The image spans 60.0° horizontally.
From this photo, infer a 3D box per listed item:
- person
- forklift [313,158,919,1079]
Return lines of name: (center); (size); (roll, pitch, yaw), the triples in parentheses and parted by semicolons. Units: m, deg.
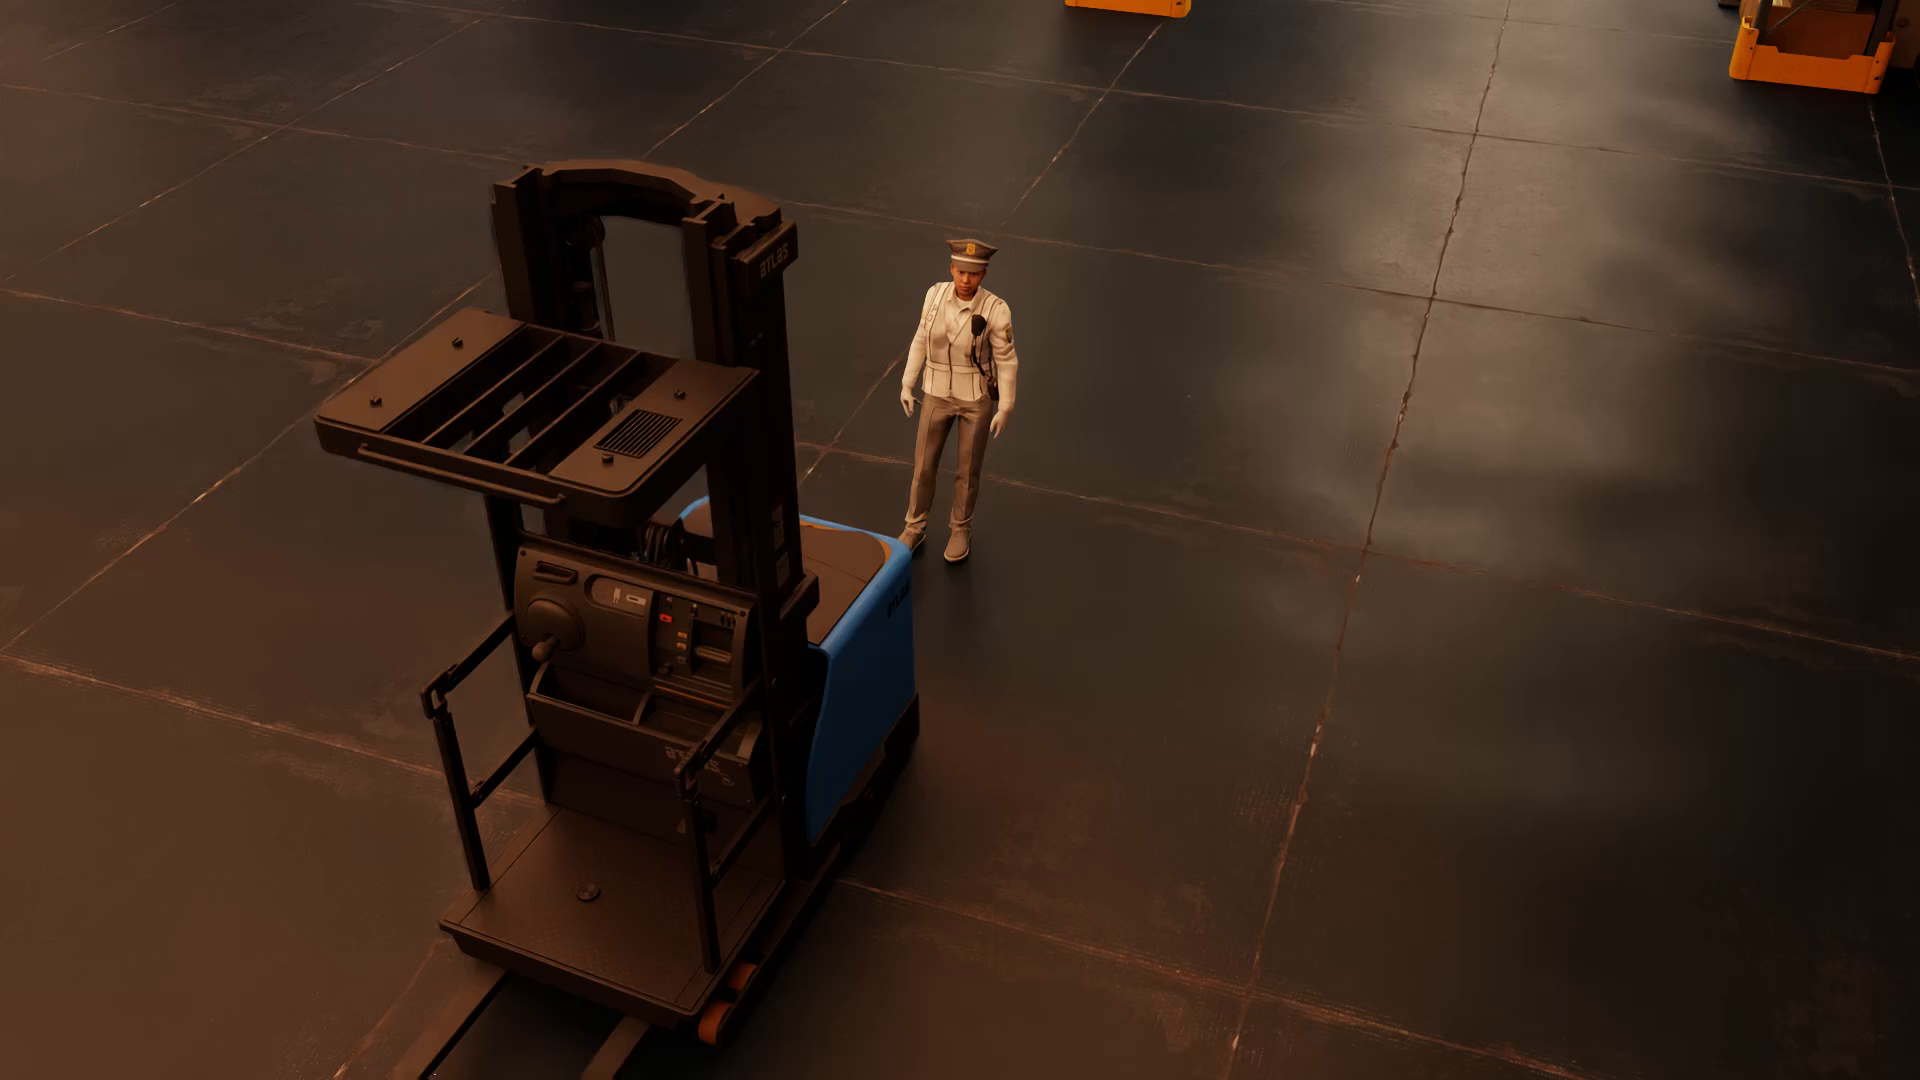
person: (-0.029, -0.661, 8.100); (0.587, 1.695, 0.531); (12, 37, 16)
forklift: (-1.226, 0.359, 5.605); (1.130, 2.935, 3.031); (14, 38, 19)
